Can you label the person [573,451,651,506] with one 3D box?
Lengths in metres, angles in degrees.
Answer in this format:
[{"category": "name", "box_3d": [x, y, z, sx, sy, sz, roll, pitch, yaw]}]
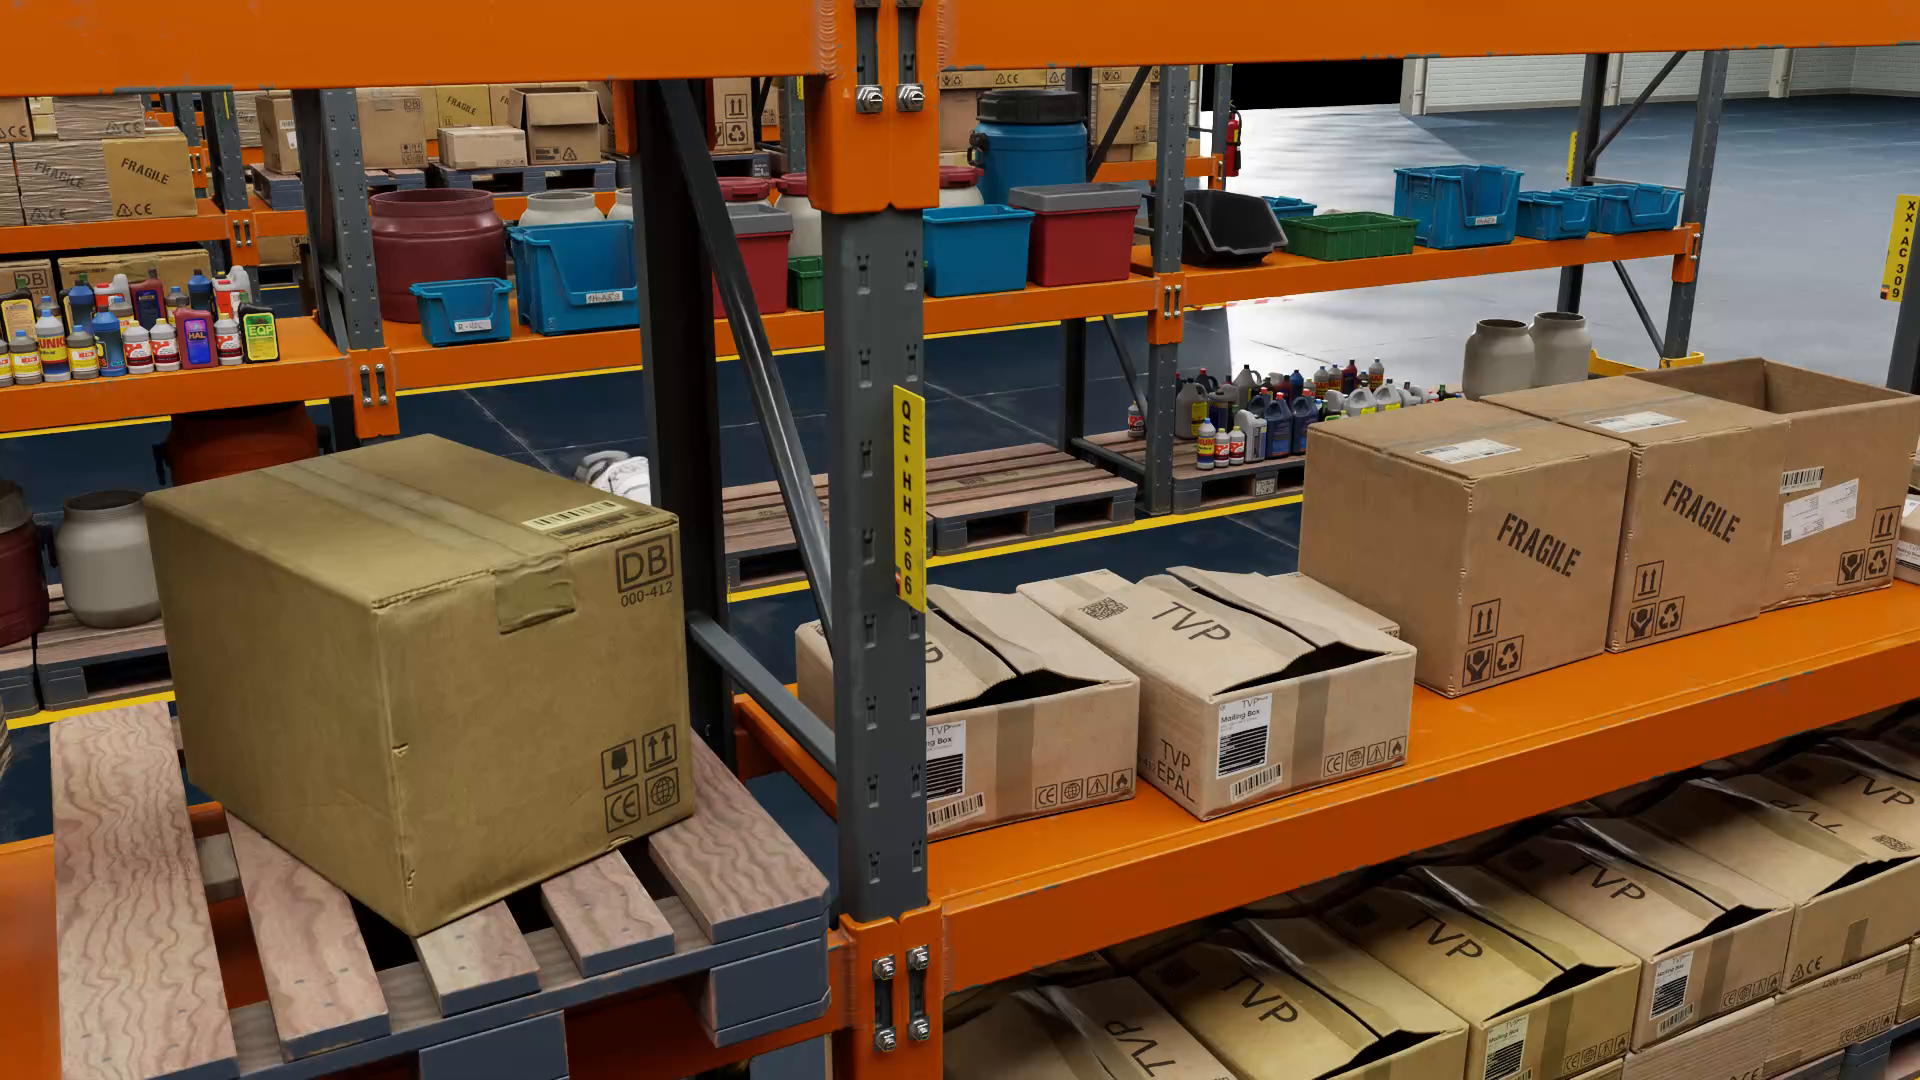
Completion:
[{"category": "person", "box_3d": [-1.256, 0.158, 6.622, 0.423, 1.009, 0.934, -11, 21, -29]}]
